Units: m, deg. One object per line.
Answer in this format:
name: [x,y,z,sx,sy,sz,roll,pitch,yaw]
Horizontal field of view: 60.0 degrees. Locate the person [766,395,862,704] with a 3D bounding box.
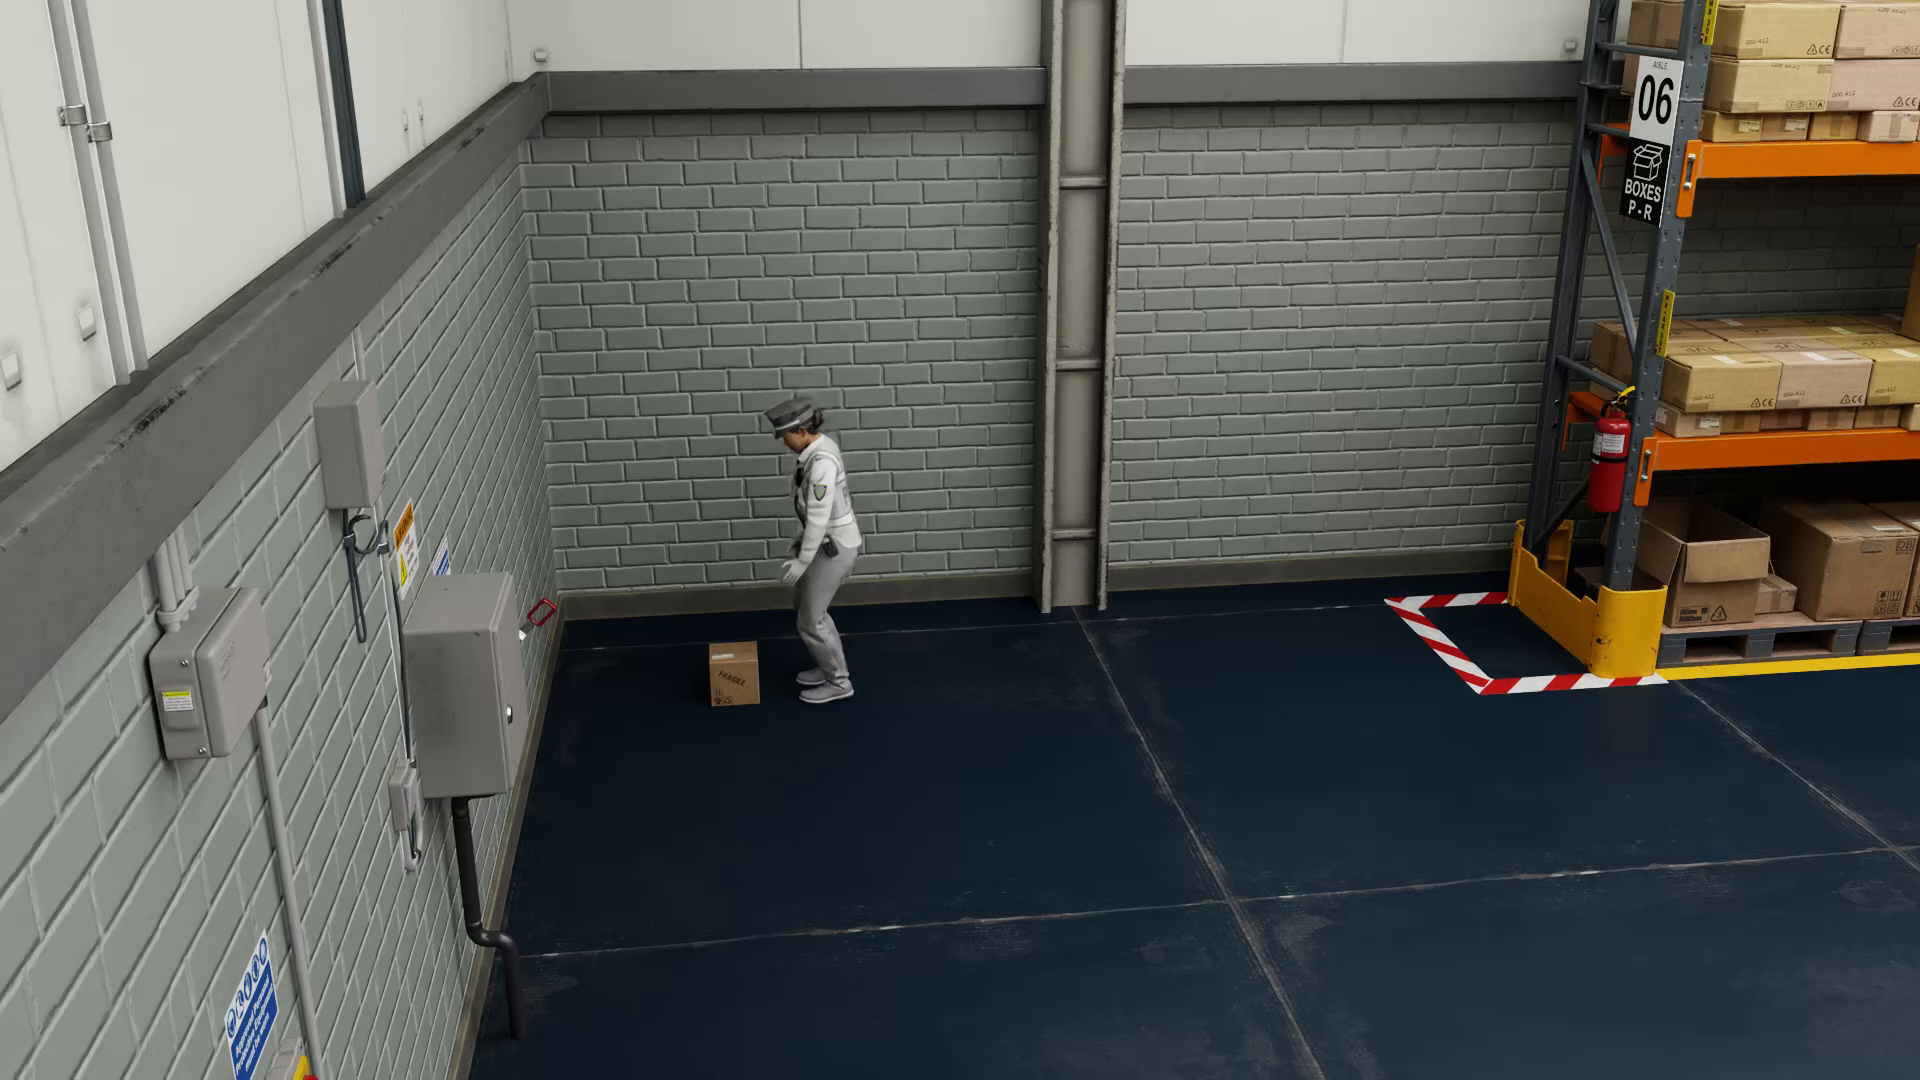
person: [-0.735,0.053,8.518,0.465,1.616,0.504,-2,20,-6]
